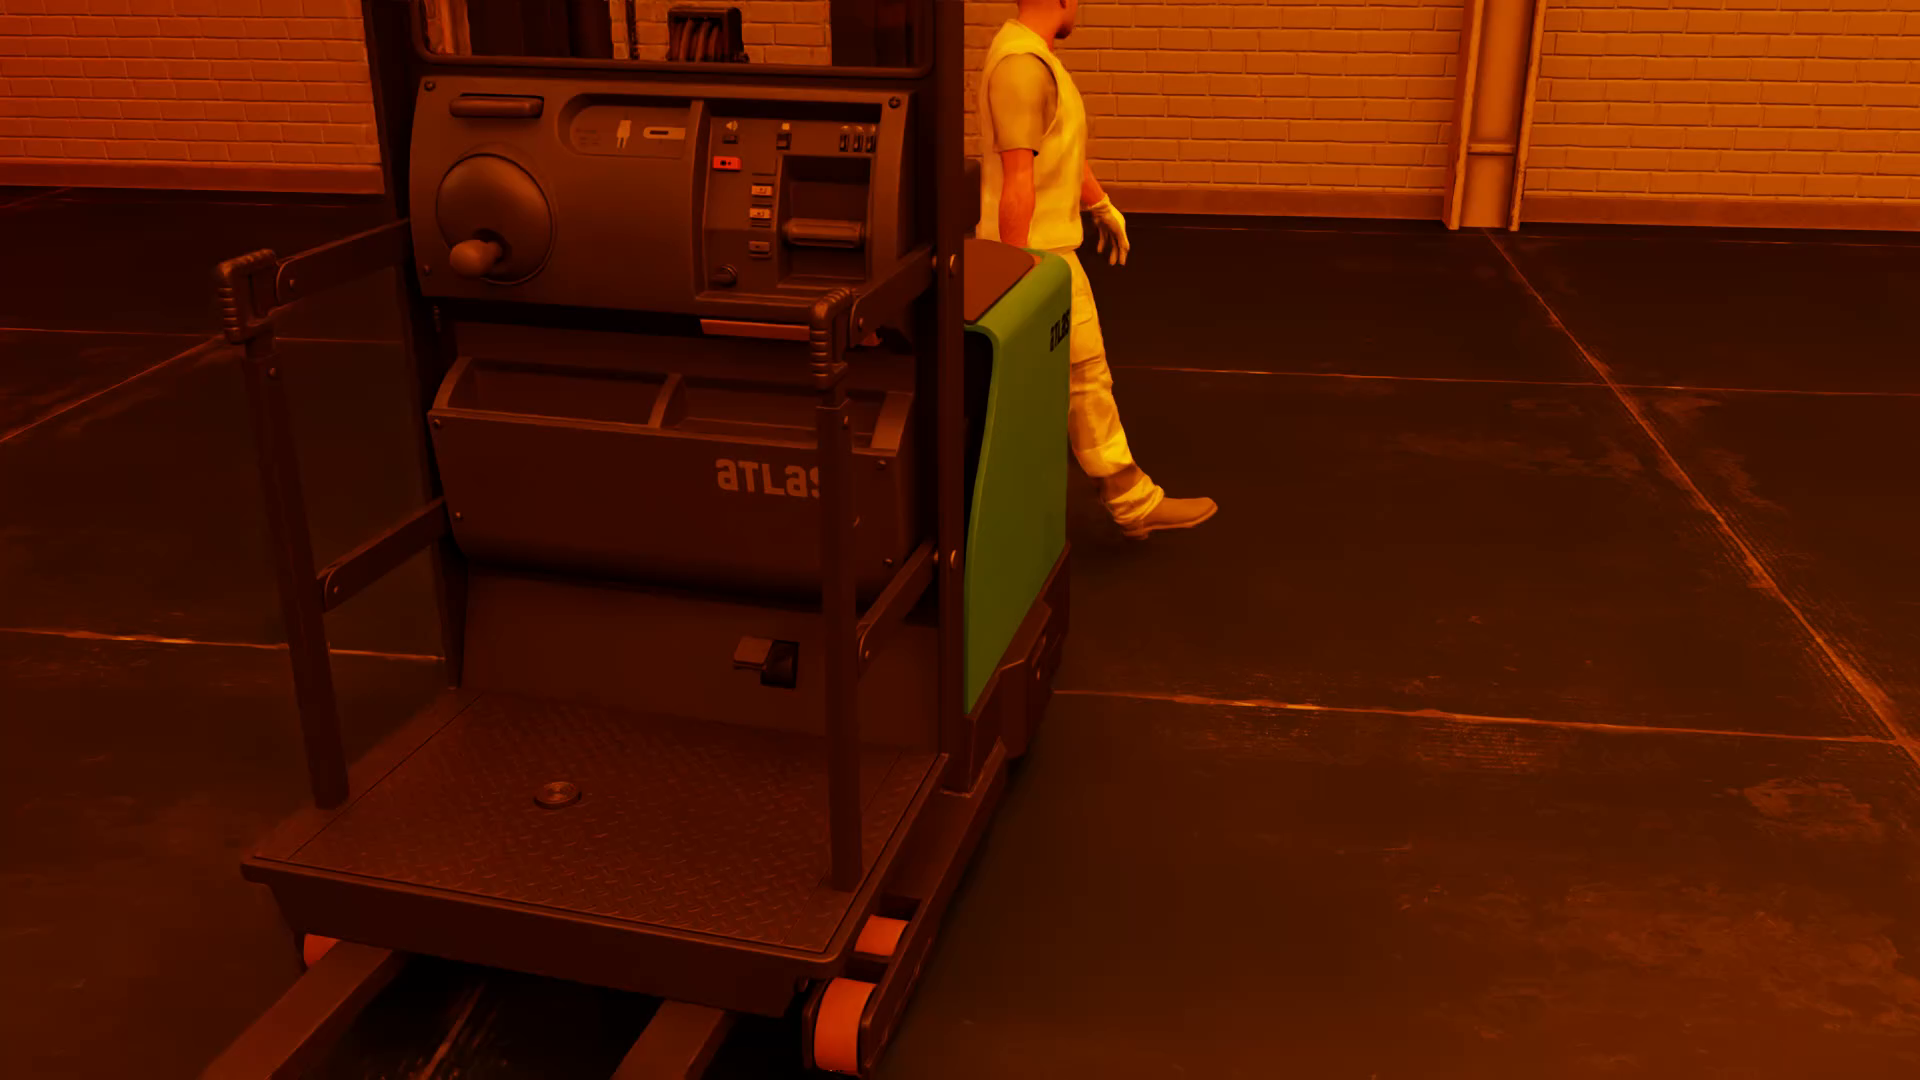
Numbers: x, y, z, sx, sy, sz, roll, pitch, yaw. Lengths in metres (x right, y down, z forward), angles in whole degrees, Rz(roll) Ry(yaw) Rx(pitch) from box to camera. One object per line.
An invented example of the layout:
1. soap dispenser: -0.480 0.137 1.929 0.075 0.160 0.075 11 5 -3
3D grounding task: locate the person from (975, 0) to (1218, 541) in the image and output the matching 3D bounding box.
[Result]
1. person: 0.338 -0.844 4.838 0.874 1.741 0.708 -1 22 -2

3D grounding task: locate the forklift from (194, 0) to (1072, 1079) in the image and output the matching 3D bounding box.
1. forklift: -0.596 -0.595 2.730 1.130 2.935 3.031 6 23 14
